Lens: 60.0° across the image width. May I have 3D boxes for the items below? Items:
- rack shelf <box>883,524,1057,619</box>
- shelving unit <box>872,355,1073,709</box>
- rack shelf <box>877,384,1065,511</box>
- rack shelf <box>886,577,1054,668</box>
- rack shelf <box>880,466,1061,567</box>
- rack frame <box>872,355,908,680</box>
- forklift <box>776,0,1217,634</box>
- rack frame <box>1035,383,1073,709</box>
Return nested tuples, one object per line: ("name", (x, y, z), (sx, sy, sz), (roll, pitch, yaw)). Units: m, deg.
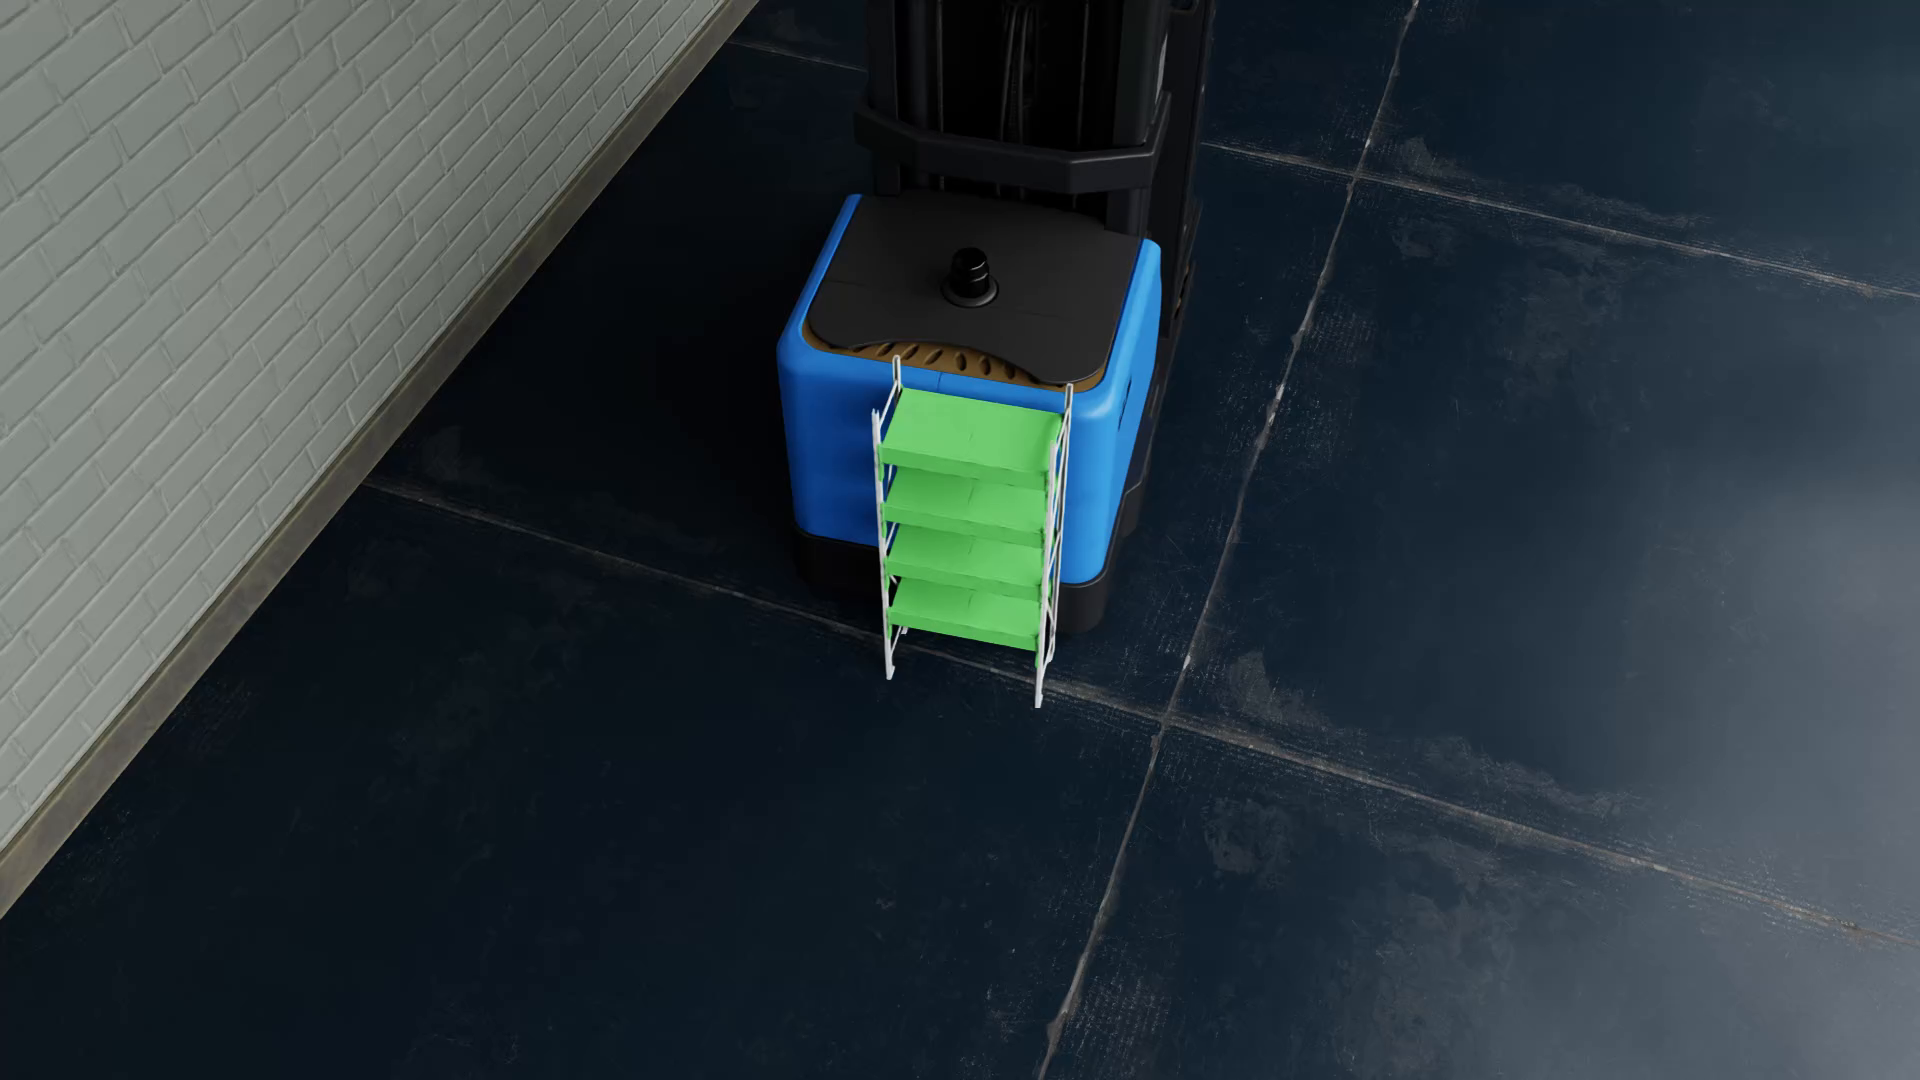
("rack shelf", (0.036, 0.054, 4.994), (0.480, 0.148, 0.258), (10, 50, 9))
("shelving unit", (0.036, 0.012, 4.945), (0.503, 1.200, 0.258), (10, 50, 9))
("rack shelf", (0.036, -0.260, 4.631), (0.480, 0.148, 0.258), (10, 50, 9))
("rack shelf", (0.036, 0.211, 5.175), (0.480, 0.148, 0.258), (10, 50, 9))
("rack shelf", (0.036, -0.103, 4.812), (0.480, 0.148, 0.258), (10, 50, 9))
("rack frame", (-0.202, -0.031, 4.983), (0.015, 1.200, 0.240), (10, 50, 9))
("forklift", (0.300, -1.797, 5.368), (1.130, 2.935, 3.031), (11, 50, 9))
("rack frame", (0.273, 0.055, 4.908), (0.015, 1.200, 0.240), (10, 50, 9))
